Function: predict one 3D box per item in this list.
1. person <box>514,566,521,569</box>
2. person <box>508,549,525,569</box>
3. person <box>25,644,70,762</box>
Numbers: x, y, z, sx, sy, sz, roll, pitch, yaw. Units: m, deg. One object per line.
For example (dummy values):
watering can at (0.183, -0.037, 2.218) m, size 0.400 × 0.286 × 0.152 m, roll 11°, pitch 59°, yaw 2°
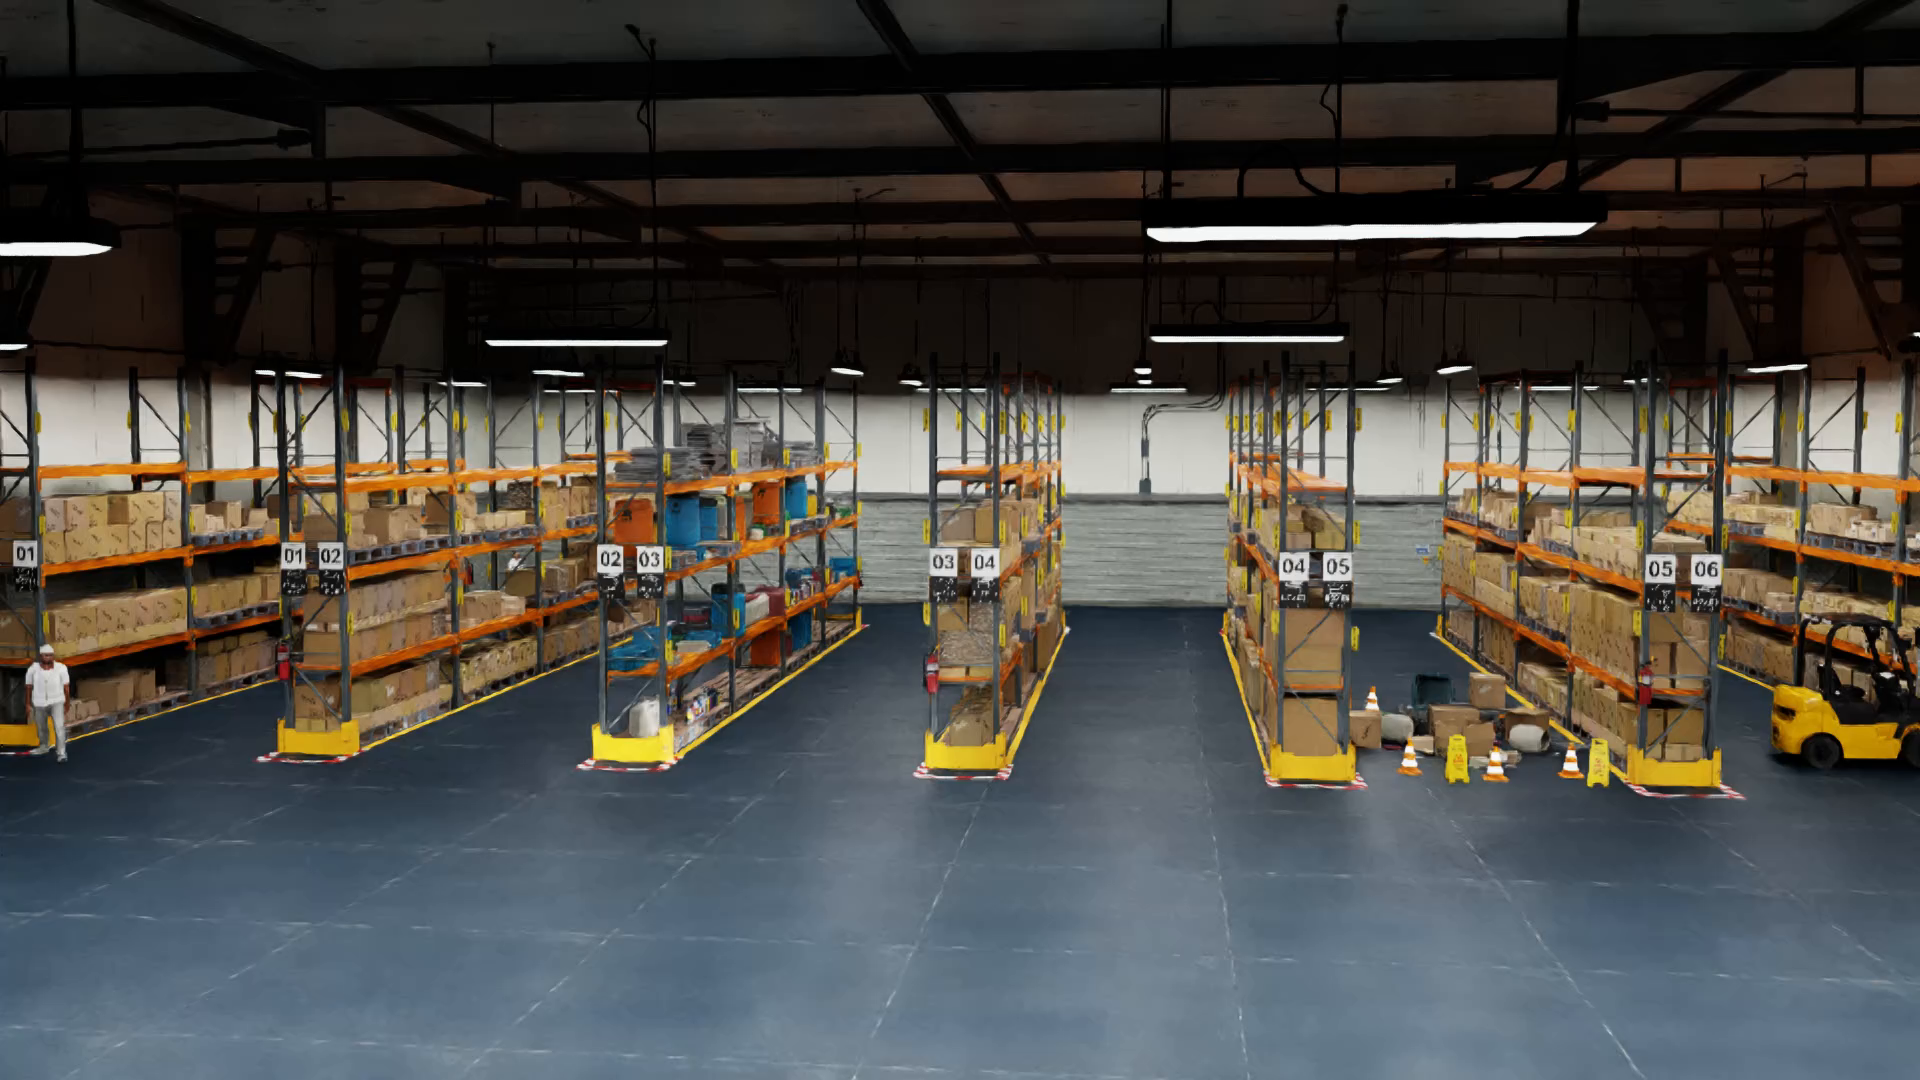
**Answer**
person at (-10.547, 1.389, 39.738) m, size 0.497 × 1.583 × 1.070 m, roll 1°, pitch 4°, yaw 9°
person at (-11.652, 1.054, 43.889) m, size 0.552 × 1.670 × 0.685 m, roll 4°, pitch 6°, yaw 45°
person at (-13.491, 2.400, 24.578) m, size 0.590 × 1.739 × 0.934 m, roll -1°, pitch 4°, yaw -20°
